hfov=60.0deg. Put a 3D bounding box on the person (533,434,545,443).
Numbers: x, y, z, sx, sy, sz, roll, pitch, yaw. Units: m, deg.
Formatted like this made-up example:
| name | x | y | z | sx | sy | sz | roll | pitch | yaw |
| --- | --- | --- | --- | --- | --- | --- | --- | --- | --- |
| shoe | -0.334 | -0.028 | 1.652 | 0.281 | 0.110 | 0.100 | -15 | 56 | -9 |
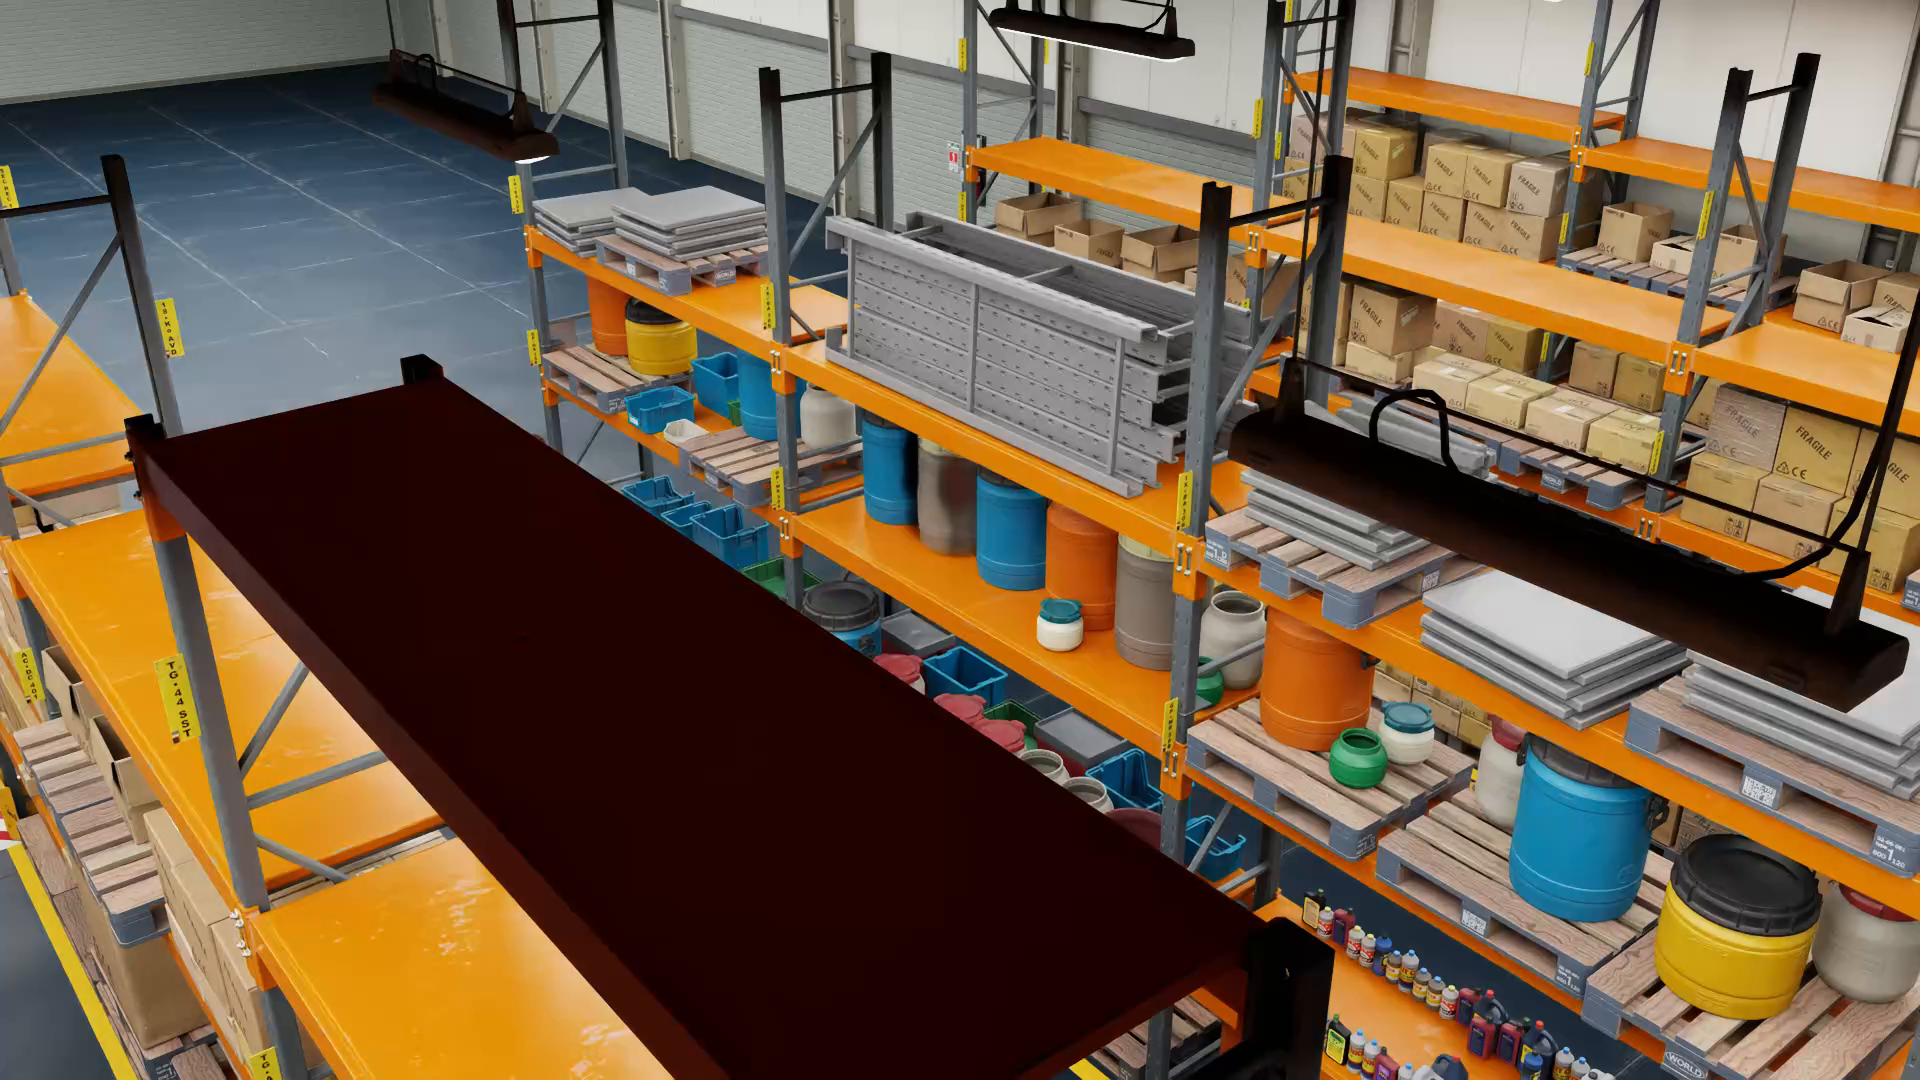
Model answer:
| name | x | y | z | sx | sy | sz | roll | pitch | yaw |
| --- | --- | --- | --- | --- | --- | --- | --- | --- | --- |
| person | -4.242 | -0.248 | 16.885 | 0.409 | 1.689 | 0.544 | 20 | 33 | 36 |
